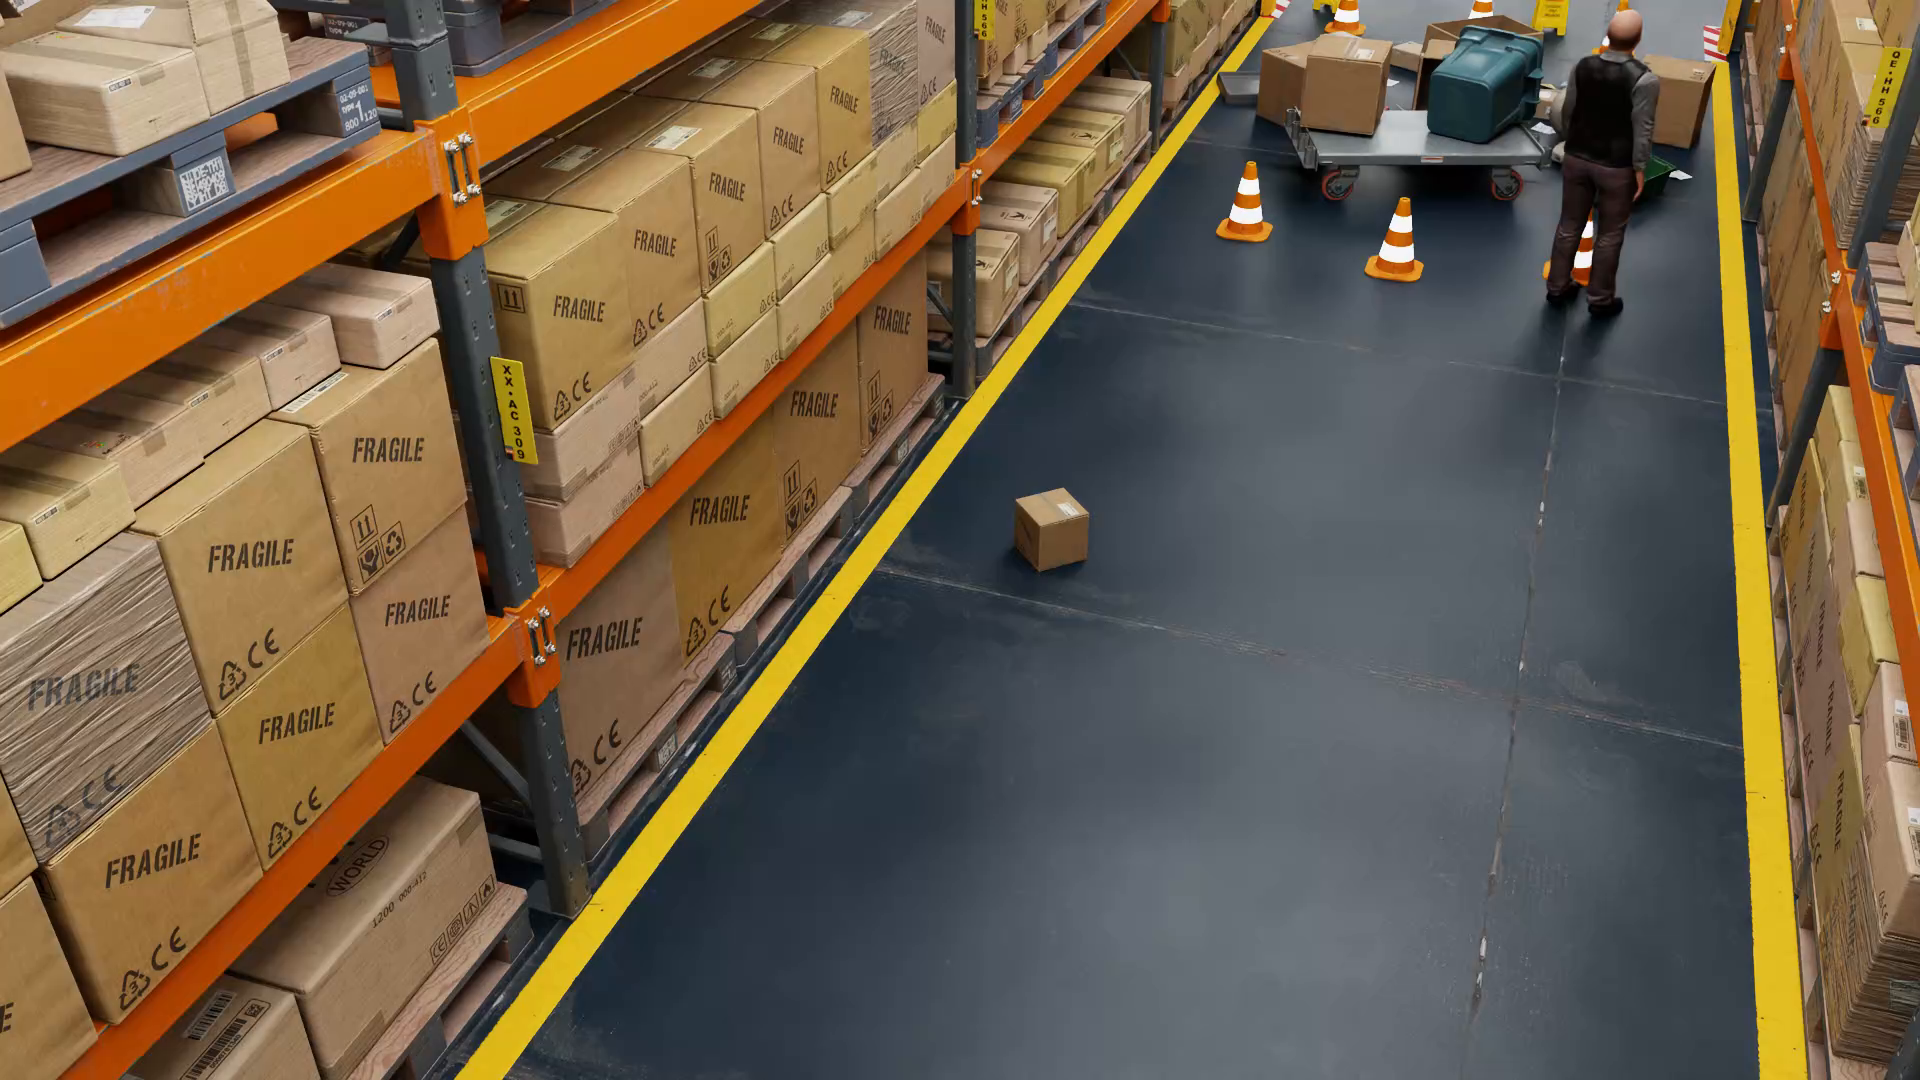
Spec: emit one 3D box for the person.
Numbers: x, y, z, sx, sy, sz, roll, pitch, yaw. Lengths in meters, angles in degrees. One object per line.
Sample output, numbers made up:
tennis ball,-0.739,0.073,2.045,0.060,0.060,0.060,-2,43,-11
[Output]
person,3.637,-2.128,9.398,0.428,1.739,0.557,-27,42,-35
